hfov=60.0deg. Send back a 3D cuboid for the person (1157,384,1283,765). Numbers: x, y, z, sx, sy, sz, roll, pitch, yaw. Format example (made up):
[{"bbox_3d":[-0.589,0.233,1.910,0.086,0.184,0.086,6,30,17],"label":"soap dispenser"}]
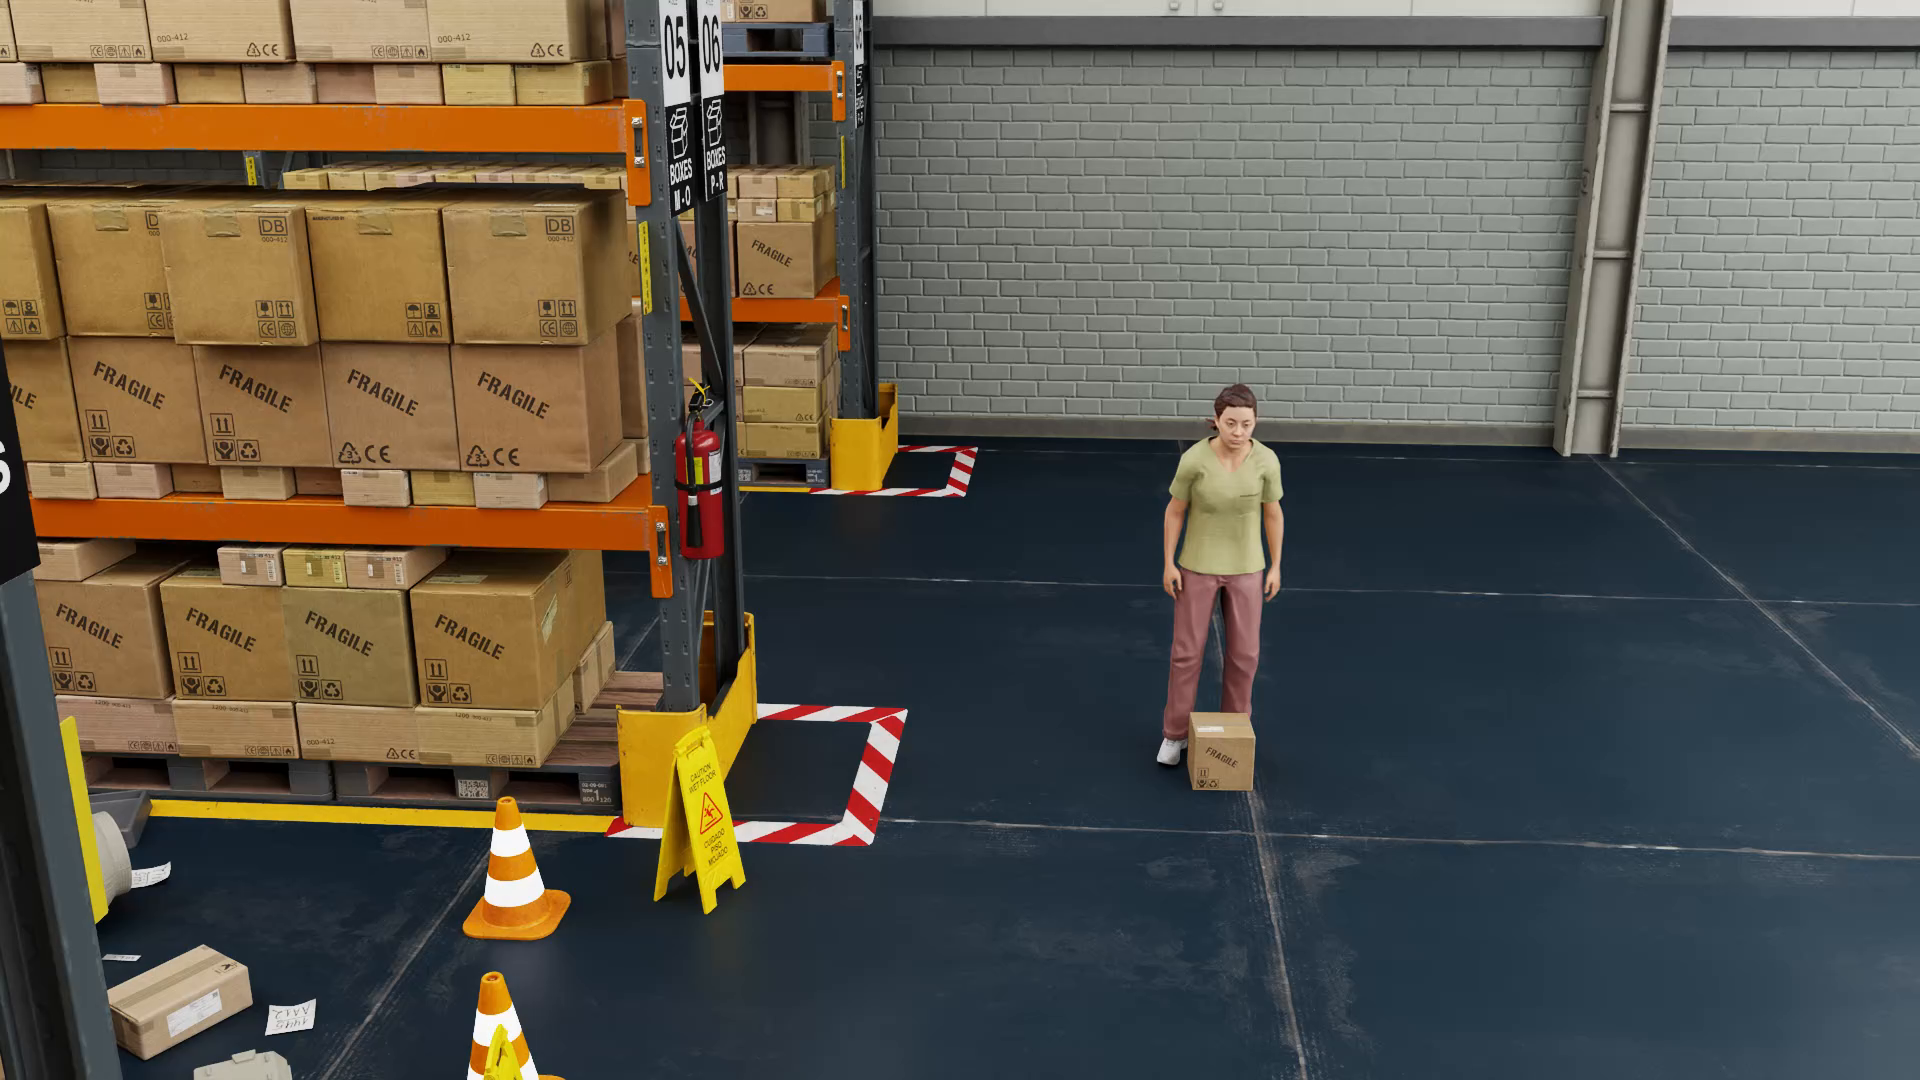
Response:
[{"bbox_3d":[1.118,0.146,7.093,0.508,1.672,0.349,1,18,3],"label":"person"}]
